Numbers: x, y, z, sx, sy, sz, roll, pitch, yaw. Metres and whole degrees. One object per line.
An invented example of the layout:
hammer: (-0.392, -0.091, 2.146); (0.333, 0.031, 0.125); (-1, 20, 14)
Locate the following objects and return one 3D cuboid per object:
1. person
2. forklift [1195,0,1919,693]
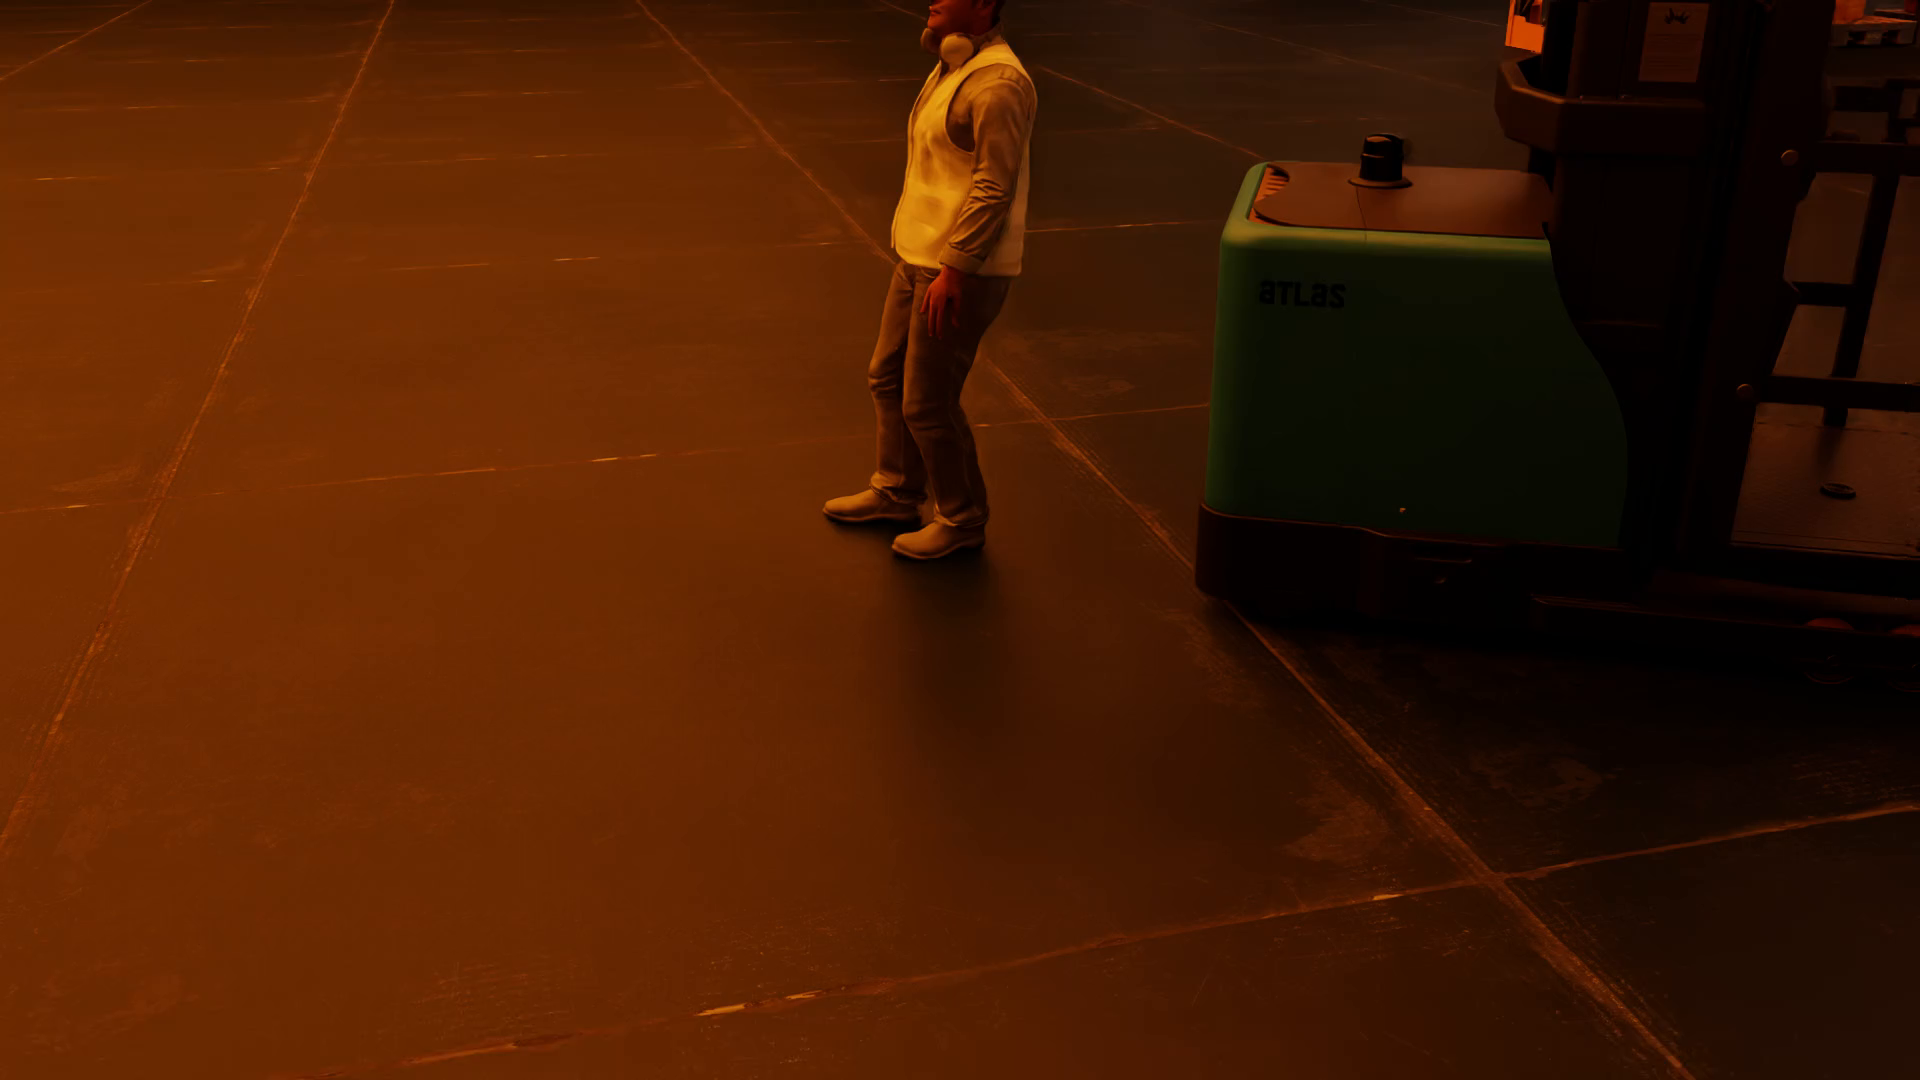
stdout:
person: (-0.093, -0.788, 4.671); (0.567, 1.765, 0.653); (-5, 24, -11)
forklift: (2.222, -1.195, 4.119); (3.031, 2.935, 1.130); (5, 24, 12)
